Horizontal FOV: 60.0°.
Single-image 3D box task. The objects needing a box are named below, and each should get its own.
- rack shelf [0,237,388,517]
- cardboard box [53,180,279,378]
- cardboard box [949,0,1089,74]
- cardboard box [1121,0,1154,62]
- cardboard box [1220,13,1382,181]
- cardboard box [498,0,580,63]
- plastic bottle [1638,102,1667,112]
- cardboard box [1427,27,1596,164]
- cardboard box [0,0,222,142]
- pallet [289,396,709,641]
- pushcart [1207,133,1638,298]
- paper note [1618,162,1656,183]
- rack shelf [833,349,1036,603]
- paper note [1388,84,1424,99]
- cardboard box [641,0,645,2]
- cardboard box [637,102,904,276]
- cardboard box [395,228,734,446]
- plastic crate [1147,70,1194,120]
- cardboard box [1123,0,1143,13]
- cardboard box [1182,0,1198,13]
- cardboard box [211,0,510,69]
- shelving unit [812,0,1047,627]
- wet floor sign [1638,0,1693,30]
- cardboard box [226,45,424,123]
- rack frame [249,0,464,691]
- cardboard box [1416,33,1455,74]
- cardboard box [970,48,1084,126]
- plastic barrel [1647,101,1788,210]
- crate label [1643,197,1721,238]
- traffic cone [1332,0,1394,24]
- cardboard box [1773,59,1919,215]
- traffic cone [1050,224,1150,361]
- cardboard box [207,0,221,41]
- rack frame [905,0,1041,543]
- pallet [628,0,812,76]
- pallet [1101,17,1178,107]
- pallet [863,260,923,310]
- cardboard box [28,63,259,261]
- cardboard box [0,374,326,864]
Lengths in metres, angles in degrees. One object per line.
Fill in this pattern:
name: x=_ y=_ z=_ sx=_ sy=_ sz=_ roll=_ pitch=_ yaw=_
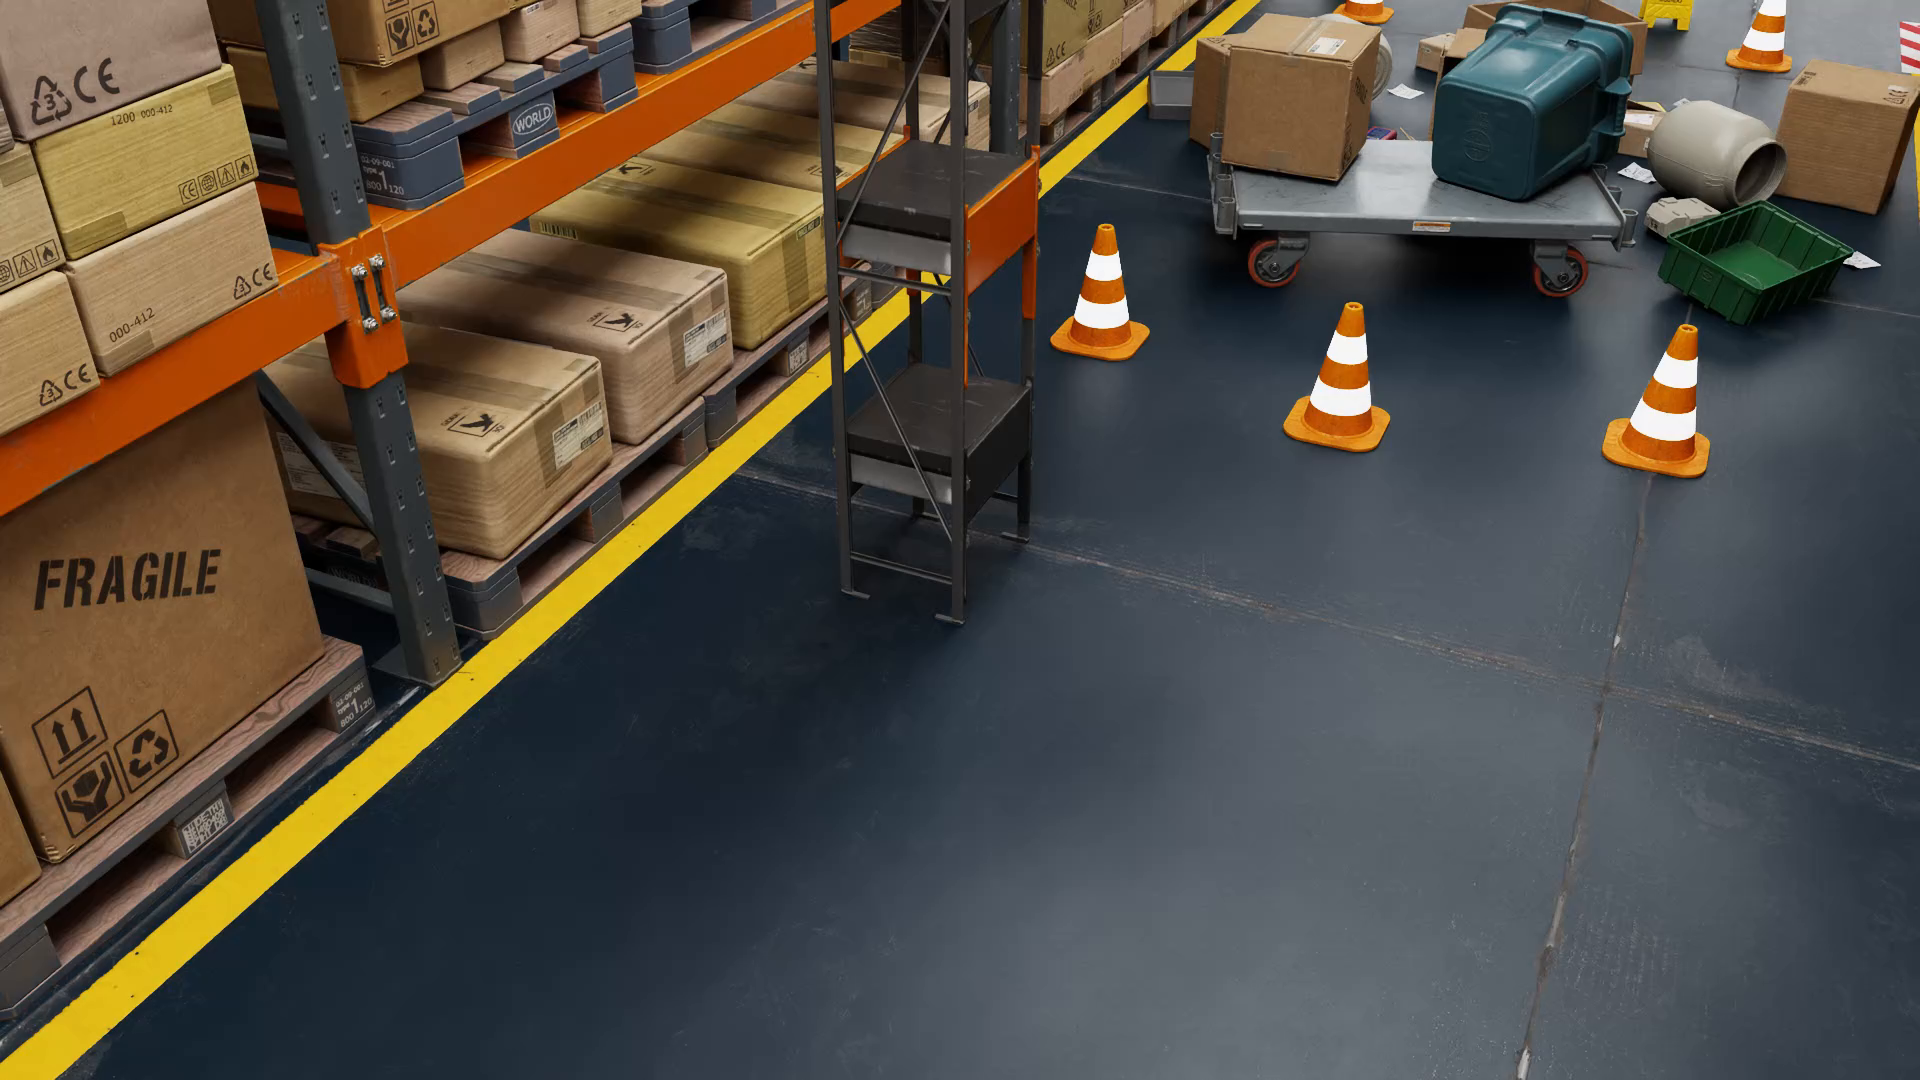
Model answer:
rack shelf: x=-2.721 y=0.315 z=2.690 sx=1.077 sy=0.370 sz=4.000 roll=14 pitch=36 yaw=20
cardboard box: x=-1.860 y=-0.608 z=3.578 sx=0.500 sy=0.250 sz=0.500 roll=13 pitch=35 yaw=19
cardboard box: x=0.282 y=-2.545 z=7.837 sx=0.500 sy=0.500 sz=0.500 roll=16 pitch=36 yaw=23
cardboard box: x=0.714 y=-2.765 z=8.856 sx=0.500 sy=0.250 sz=0.500 roll=14 pitch=36 yaw=20
cardboard box: x=1.419 y=-1.852 z=6.928 sx=0.500 sy=0.500 sz=0.500 roll=14 pitch=36 yaw=20
cardboard box: x=-1.274 y=-1.430 z=4.542 sx=0.380 sy=0.149 sz=0.250 roll=12 pitch=35 yaw=17
plastic bottle: x=3.543 y=-2.166 z=8.497 sx=0.133 sy=0.061 sz=0.283 roll=3 pitch=33 yaw=4
cardboard box: x=2.644 y=-2.056 z=7.802 sx=0.797 sy=0.637 sz=0.503 roll=14 pitch=36 yaw=20
cardboard box: x=-1.862 y=-1.124 z=3.226 sx=0.500 sy=0.500 sz=0.500 roll=13 pitch=35 yaw=19
pallet: x=-1.555 y=-0.204 z=5.369 sx=1.003 sy=0.211 sz=1.213 roll=14 pitch=36 yaw=20
pushcart: x=1.882 y=-1.379 z=7.009 sx=1.648 sy=0.377 sz=0.936 roll=3 pitch=33 yaw=4
paper note: x=3.234 y=-1.740 z=7.883 sx=0.172 sy=0.023 sz=0.155 roll=29 pitch=43 yaw=36
rack shelf: x=-0.069 y=-0.199 z=4.940 sx=0.431 sy=0.518 sz=0.480 roll=14 pitch=36 yaw=20
paper note: x=2.384 y=-2.404 z=8.898 sx=0.148 sy=0.019 sz=0.142 roll=29 pitch=43 yaw=36
cardboard box: x=-1.110 y=-1.700 z=4.954 sx=0.380 sy=0.149 sz=0.250 roll=16 pitch=37 yaw=23
cardboard box: x=-0.725 y=-1.430 z=6.709 sx=0.950 sy=0.372 sz=0.625 roll=16 pitch=37 yaw=23
cardboard box: x=-1.337 y=-0.707 z=5.606 sx=0.950 sy=0.372 sz=0.625 roll=13 pitch=36 yaw=20
plastic crate: x=1.191 y=-2.347 z=8.756 sx=0.402 sy=0.080 sz=0.583 roll=3 pitch=33 yaw=4
cardboard box: x=0.714 y=-3.072 z=8.641 sx=0.500 sy=0.500 sz=0.500 roll=16 pitch=37 yaw=23
cardboard box: x=1.146 y=-3.271 z=9.628 sx=0.500 sy=0.250 sz=0.500 roll=14 pitch=36 yaw=21
cardboard box: x=-1.485 y=-1.495 z=4.048 sx=0.500 sy=0.500 sz=0.500 roll=13 pitch=35 yaw=19
shelving unit: x=-0.069 y=-0.796 z=4.549 sx=0.431 sy=2.100 sz=0.503 roll=14 pitch=36 yaw=20
wet floor sign: x=4.215 y=-3.365 z=9.793 sx=0.267 sy=0.644 sz=0.232 roll=8 pitch=34 yaw=12
cardboard box: x=-1.579 y=-1.171 z=4.147 sx=0.380 sy=0.149 sz=0.250 roll=12 pitch=35 yaw=18
rack frame: x=-1.884 y=-0.982 z=4.012 sx=1.000 sy=3.000 sz=0.127 roll=14 pitch=36 yaw=20
cardboard box: x=2.750 y=-2.658 z=9.168 sx=0.250 sy=0.149 sz=0.380 roll=-21 pitch=39 yaw=-29
cardboard box: x=0.282 y=-2.232 z=8.042 sx=0.500 sy=0.250 sz=0.500 roll=13 pitch=35 yaw=18
plastic barrel: x=3.409 y=-1.728 z=7.499 sx=0.421 sy=0.421 sz=0.512 roll=-15 pitch=36 yaw=-21
crate label: x=3.152 y=-1.392 z=7.248 sx=0.298 sy=0.136 sz=0.250 roll=-9 pitch=34 yaw=-13
traffic cone: x=2.455 y=-3.395 z=10.006 sx=0.336 sy=0.463 sz=0.334 roll=14 pitch=36 yaw=20
cardboard box: x=4.045 y=-1.853 z=7.618 sx=0.500 sy=0.500 sz=0.500 roll=21 pitch=39 yaw=28
traffic cone: x=0.543 y=-0.974 z=6.314 sx=0.336 sy=0.463 sz=0.334 roll=14 pitch=36 yaw=20
cardboard box: x=-1.946 y=-1.614 z=4.230 sx=0.500 sy=0.500 sz=0.500 roll=13 pitch=35 yaw=19
rack frame: x=0.033 y=-0.917 z=4.734 sx=0.400 sy=2.100 sz=0.015 roll=14 pitch=36 yaw=20
pallet: x=-1.093 y=-1.897 z=5.582 sx=1.003 sy=0.211 sz=1.213 roll=14 pitch=36 yaw=20
pallet: x=0.548 y=-2.760 z=9.267 sx=1.003 sy=0.211 sz=1.213 roll=14 pitch=36 yaw=20
pallet: x=-0.535 y=-1.420 z=7.223 sx=1.003 sy=0.211 sz=1.213 roll=14 pitch=36 yaw=20
cardboard box: x=-1.856 y=-0.829 z=3.459 sx=0.500 sy=0.250 sz=0.500 roll=14 pitch=36 yaw=20
cardboard box: x=-2.248 y=0.056 z=3.983 sx=0.875 sy=0.875 sz=0.875 roll=14 pitch=36 yaw=20
